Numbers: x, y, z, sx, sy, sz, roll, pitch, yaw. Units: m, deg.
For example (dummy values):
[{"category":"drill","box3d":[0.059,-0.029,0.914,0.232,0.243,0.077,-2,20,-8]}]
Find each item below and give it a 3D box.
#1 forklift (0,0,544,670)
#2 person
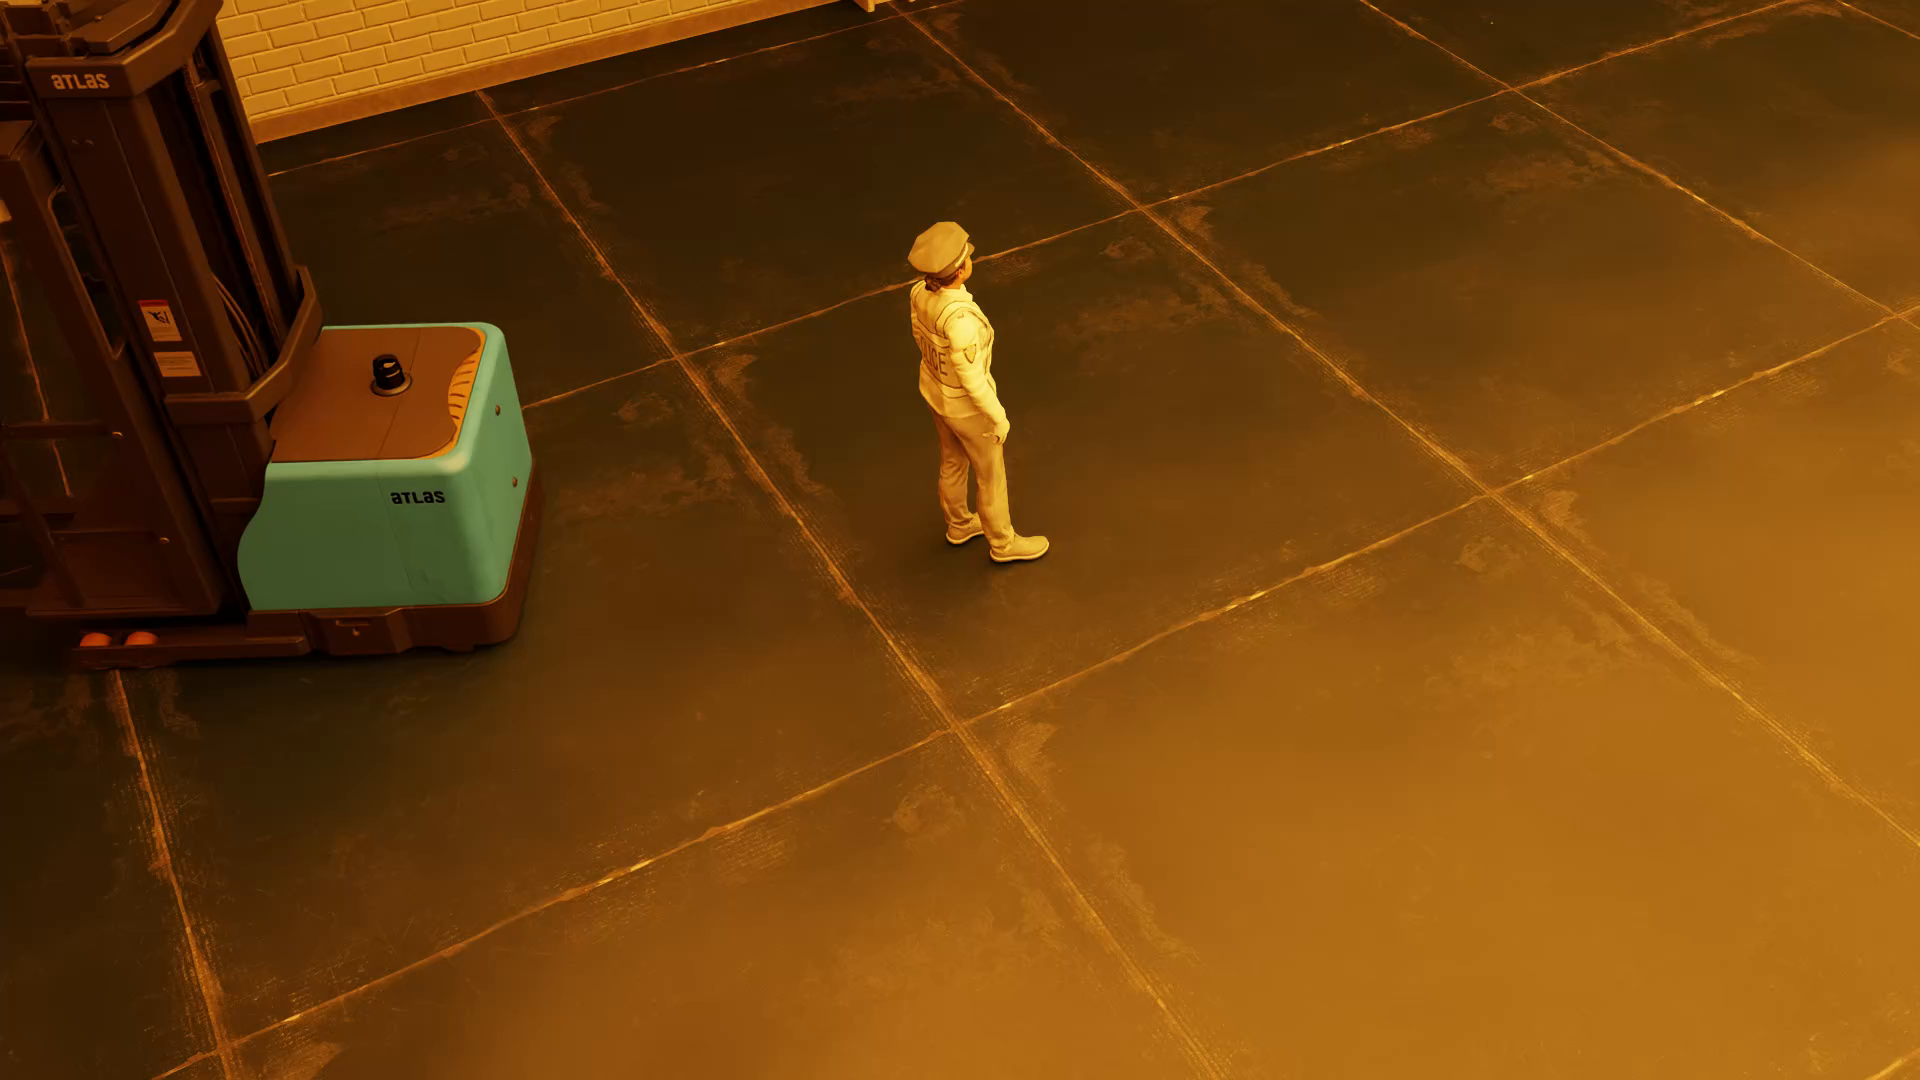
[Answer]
[{"category":"forklift","box3d":[-3.484,-0.880,6.646,3.031,2.935,1.130,-2,43,-2]},{"category":"person","box3d":[0.067,-0.641,7.288,0.531,1.695,0.569,-21,47,-21]}]
